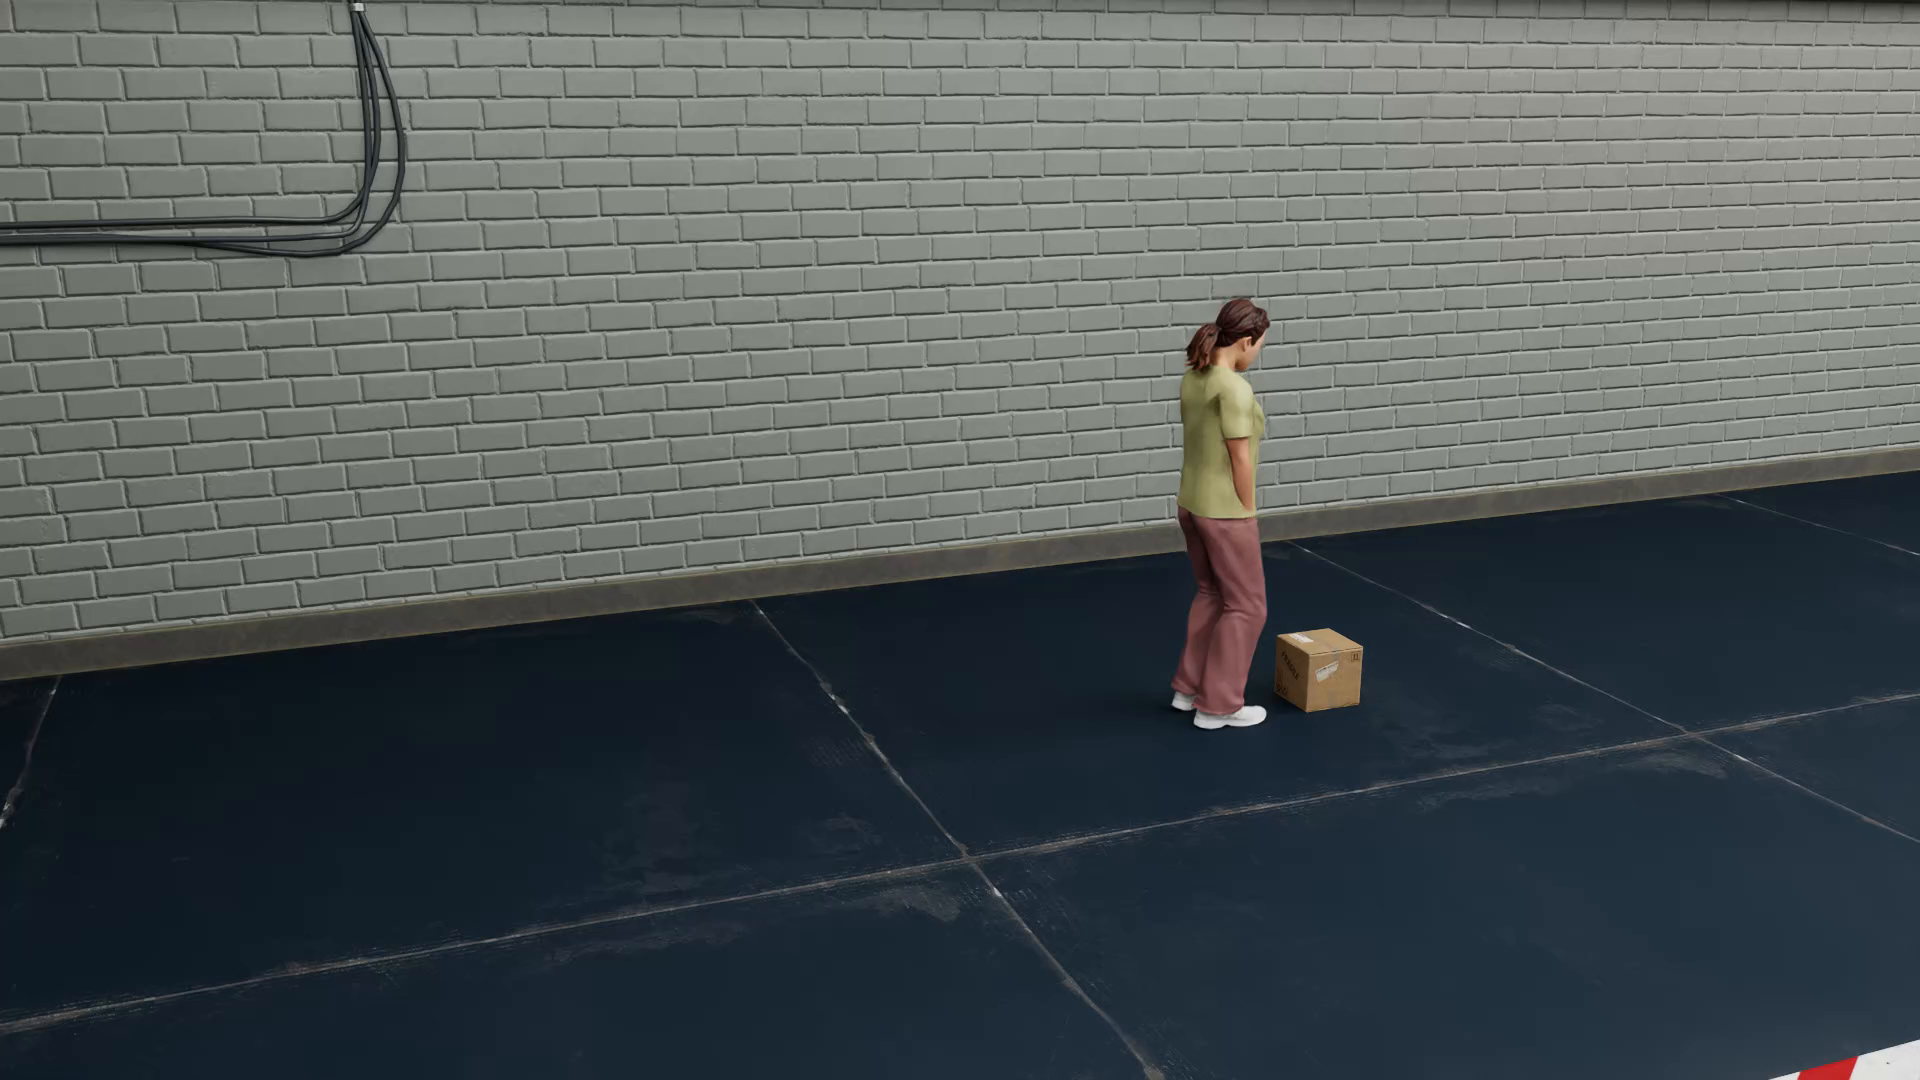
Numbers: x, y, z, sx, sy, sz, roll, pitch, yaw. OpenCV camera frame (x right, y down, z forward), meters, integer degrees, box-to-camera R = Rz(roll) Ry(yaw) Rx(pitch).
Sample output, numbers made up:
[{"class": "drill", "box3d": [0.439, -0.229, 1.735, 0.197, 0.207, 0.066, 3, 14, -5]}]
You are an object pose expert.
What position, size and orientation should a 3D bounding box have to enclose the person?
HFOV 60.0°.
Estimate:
[{"class": "person", "box3d": [1.005, -0.101, 6.442, 0.351, 1.659, 0.458, -5, 17, -19]}]
